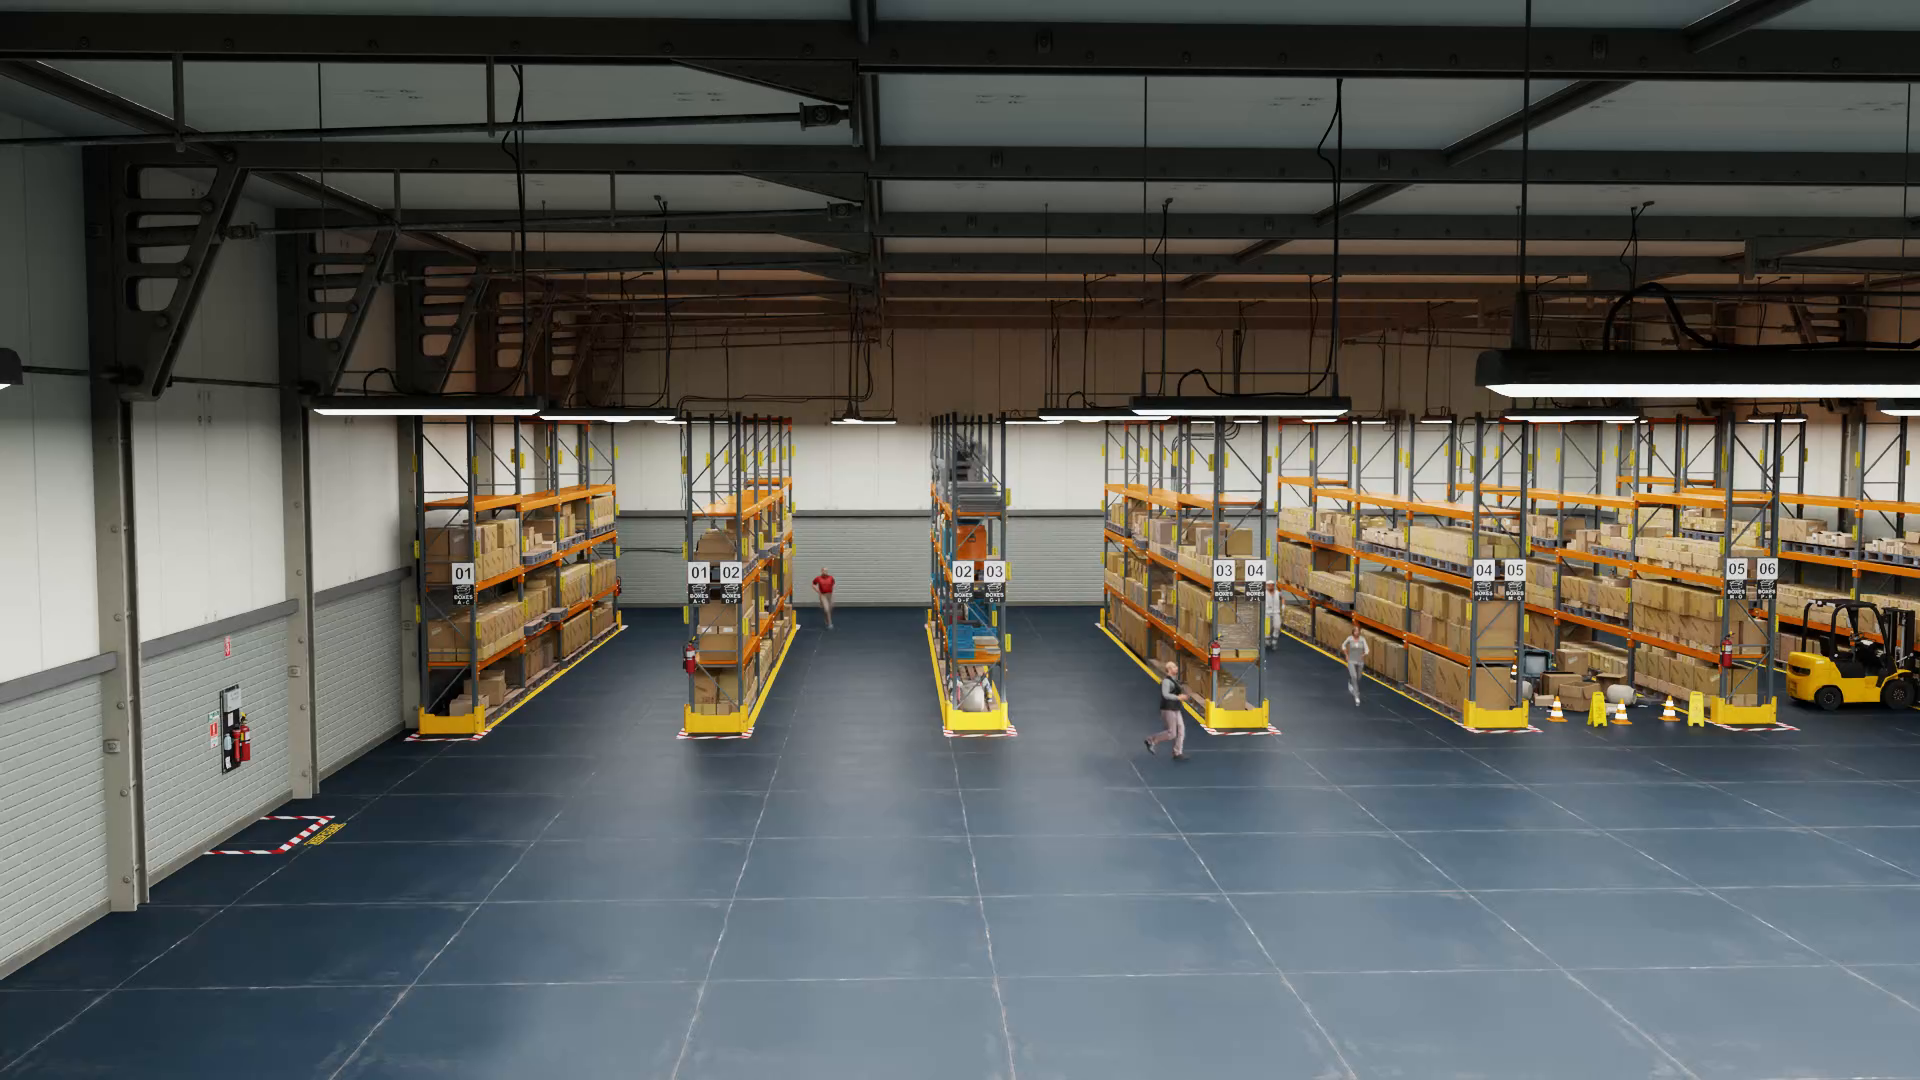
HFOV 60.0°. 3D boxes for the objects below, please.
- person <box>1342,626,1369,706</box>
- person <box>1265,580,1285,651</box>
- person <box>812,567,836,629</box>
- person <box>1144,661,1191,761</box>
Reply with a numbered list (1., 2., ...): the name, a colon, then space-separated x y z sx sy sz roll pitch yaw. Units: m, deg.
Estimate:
1. person: 8.244 2.588 34.626 0.506 1.579 1.035 0 4 -4
2. person: 8.053 1.930 42.850 0.666 1.802 0.765 0 4 4
3. person: -3.864 1.646 47.382 0.630 1.750 0.904 -2 4 -28
4. person: 3.577 2.925 28.549 0.797 1.694 0.671 1 4 19
